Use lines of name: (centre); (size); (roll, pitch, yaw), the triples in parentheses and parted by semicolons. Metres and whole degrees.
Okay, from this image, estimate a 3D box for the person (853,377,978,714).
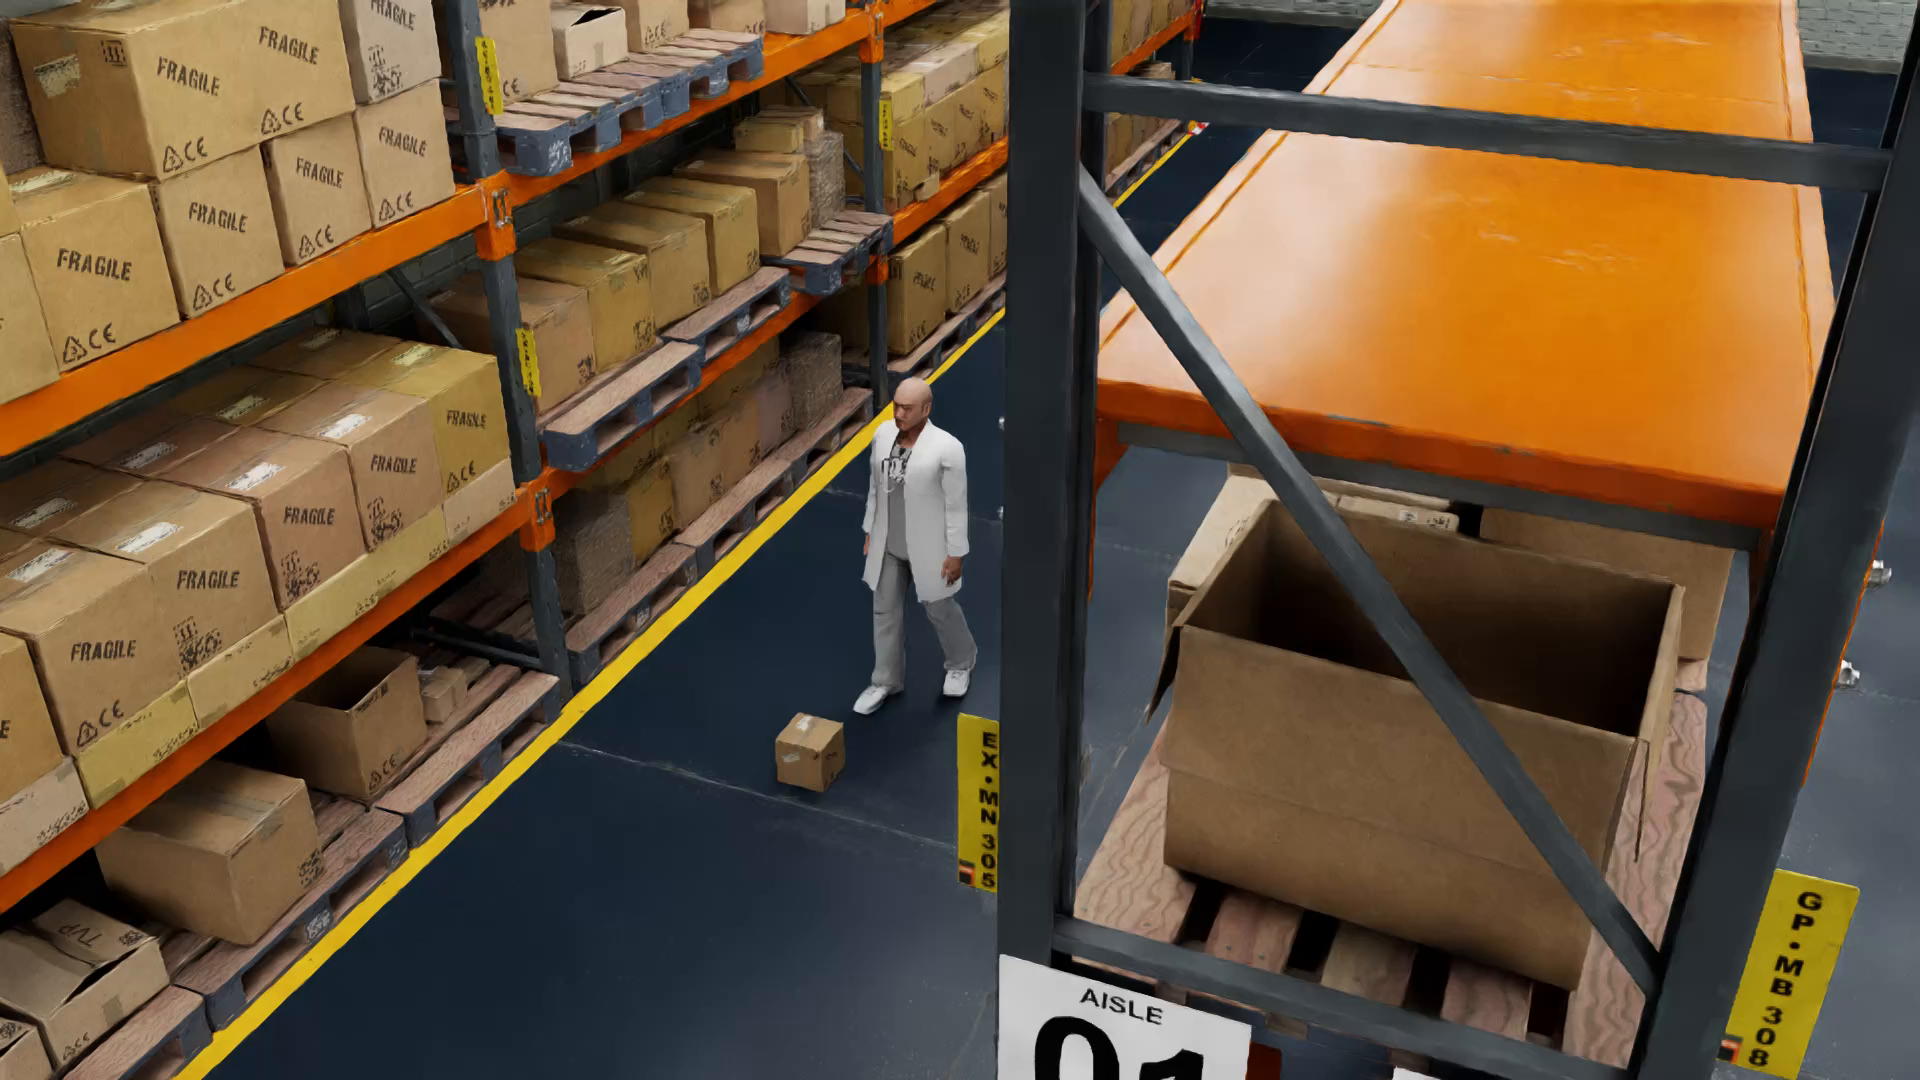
person: (-0.240, 0.024, 8.360); (0.606, 1.782, 0.694); (16, 33, 27)
